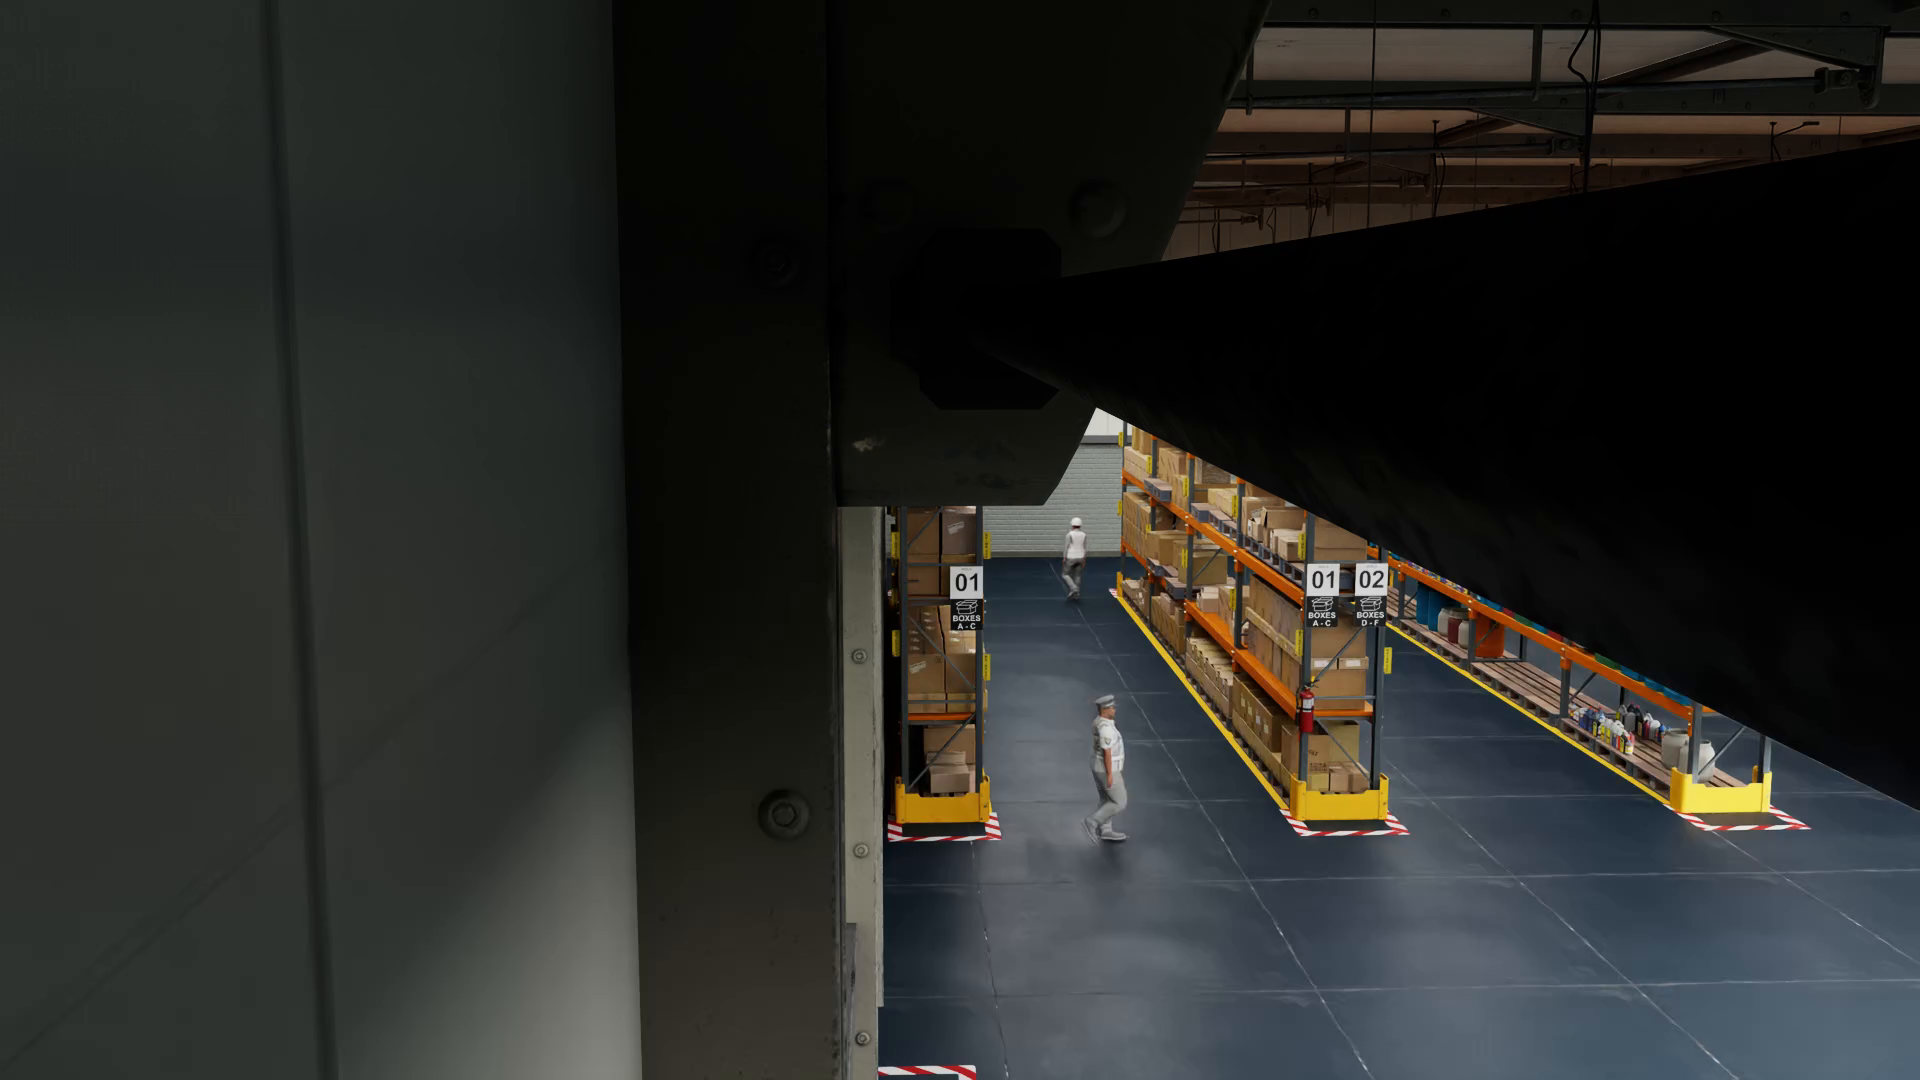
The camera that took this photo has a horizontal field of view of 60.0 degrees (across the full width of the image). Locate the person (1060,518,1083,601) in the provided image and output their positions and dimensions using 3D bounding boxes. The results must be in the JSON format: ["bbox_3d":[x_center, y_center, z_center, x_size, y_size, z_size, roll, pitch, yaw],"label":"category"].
[{"bbox_3d":[2.420,0.418,35.992,0.457,1.808,0.583,2,8,12],"label":"person"}]

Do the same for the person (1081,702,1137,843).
[{"bbox_3d":[1.769,2.753,19.718,0.549,1.735,0.680,6,10,36],"label":"person"}]
